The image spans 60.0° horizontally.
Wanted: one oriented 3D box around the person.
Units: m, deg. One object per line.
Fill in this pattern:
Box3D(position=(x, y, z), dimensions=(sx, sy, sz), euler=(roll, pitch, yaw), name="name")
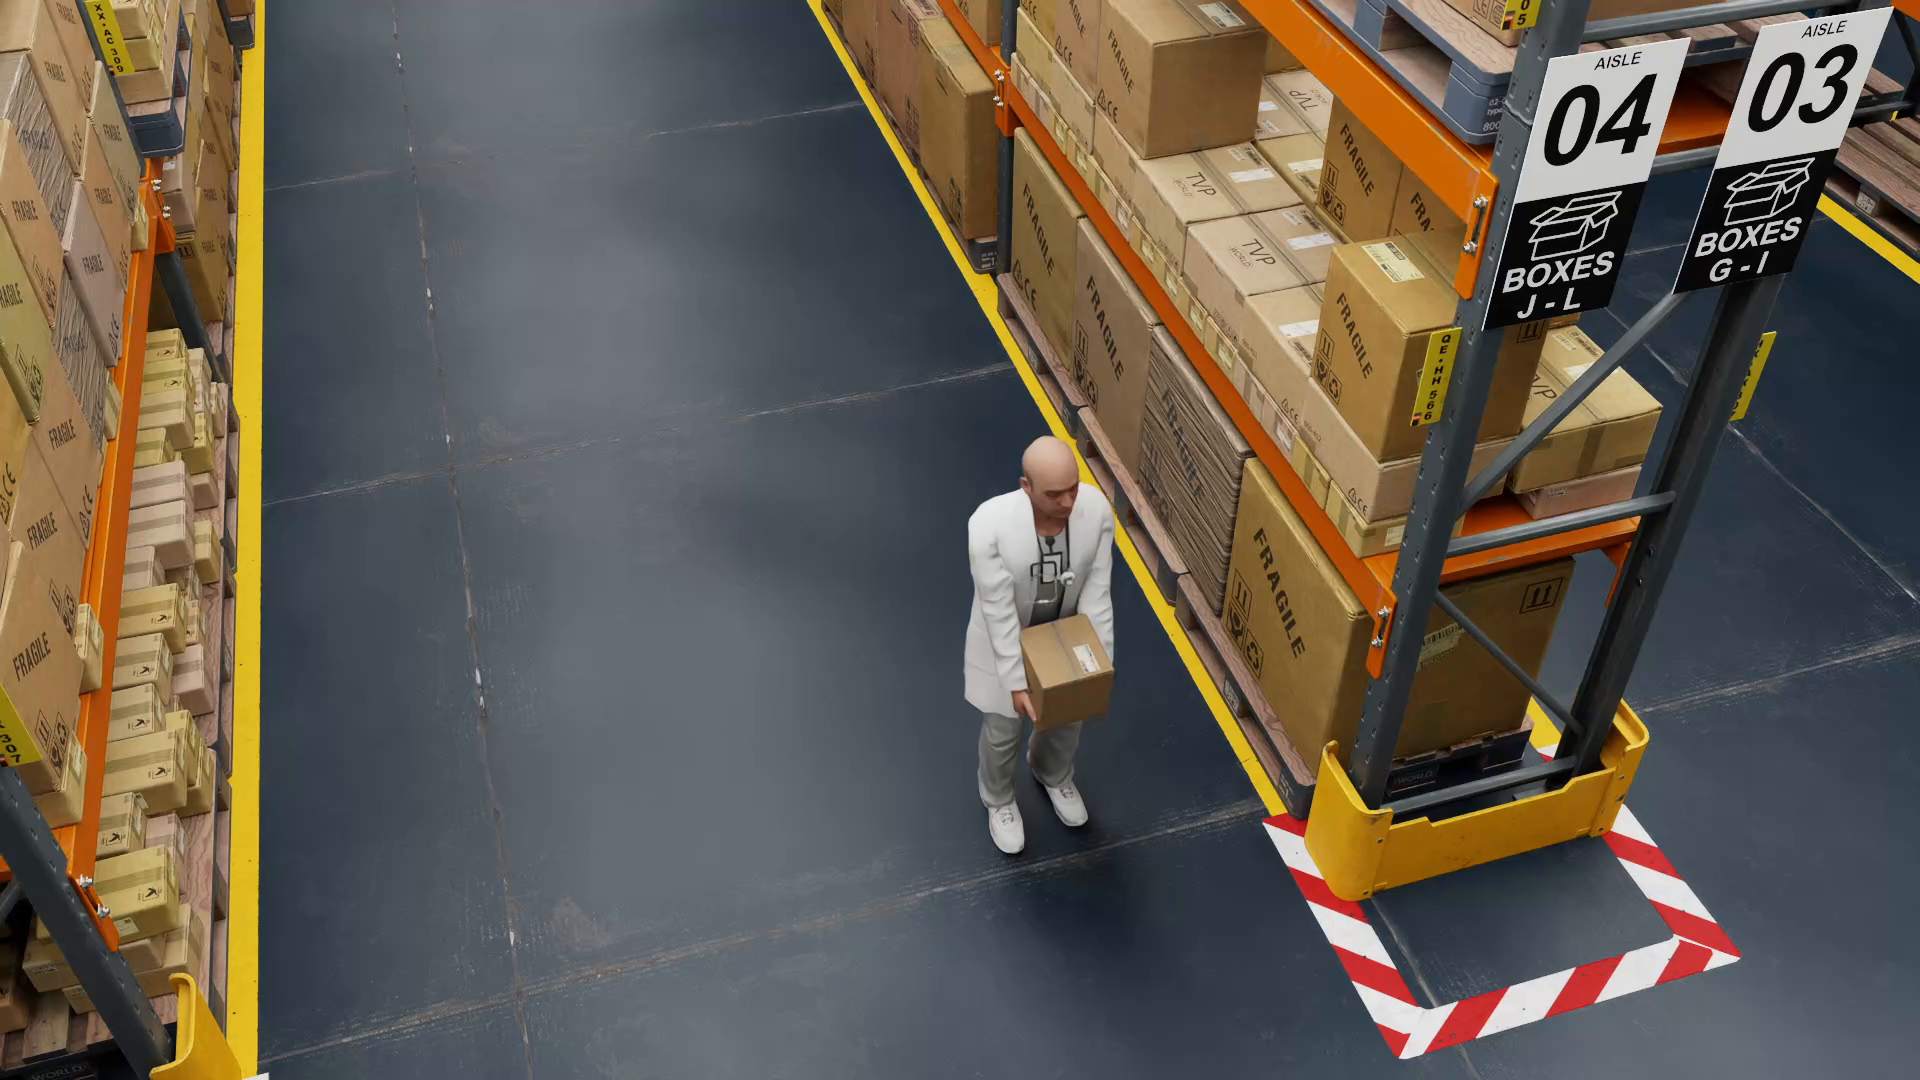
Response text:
Box3D(position=(0.283, 0.392, 5.737), dimensions=(0.525, 1.777, 0.575), euler=(-13, 43, -14), name="person")
